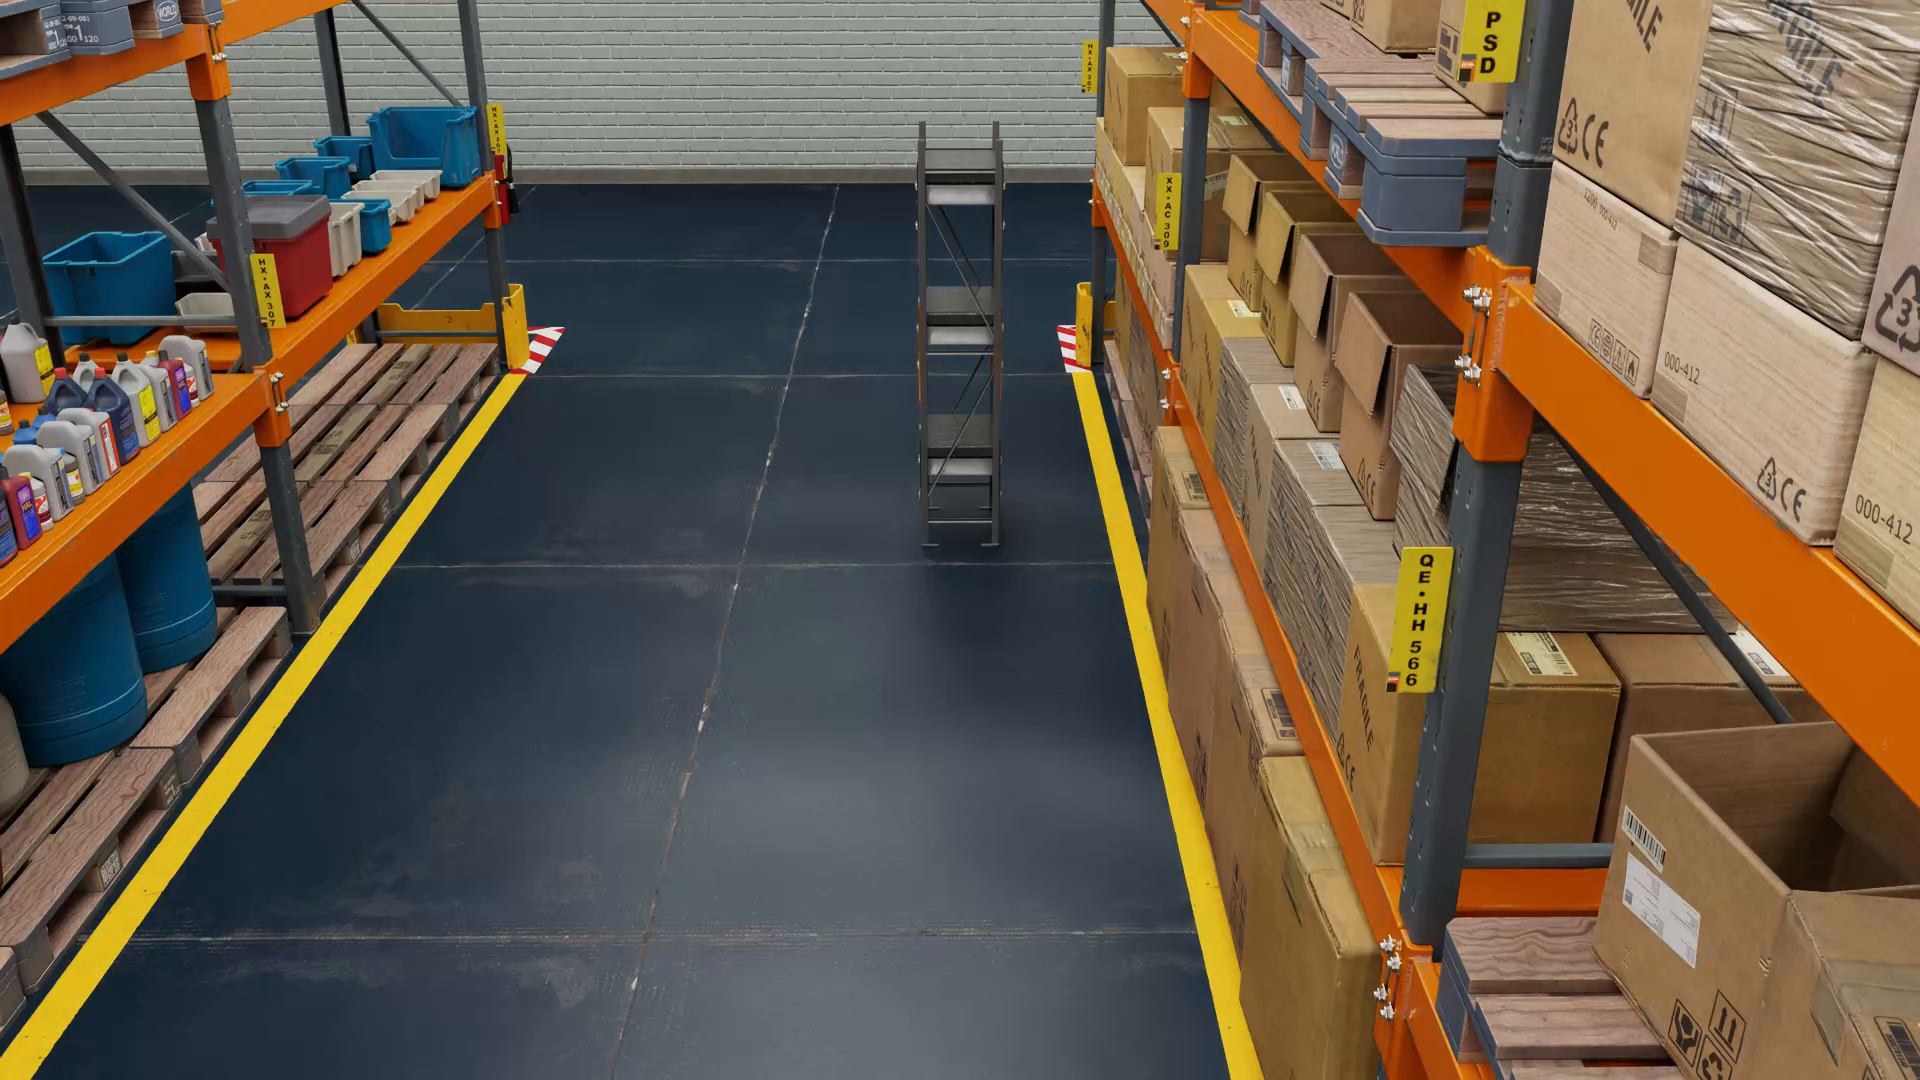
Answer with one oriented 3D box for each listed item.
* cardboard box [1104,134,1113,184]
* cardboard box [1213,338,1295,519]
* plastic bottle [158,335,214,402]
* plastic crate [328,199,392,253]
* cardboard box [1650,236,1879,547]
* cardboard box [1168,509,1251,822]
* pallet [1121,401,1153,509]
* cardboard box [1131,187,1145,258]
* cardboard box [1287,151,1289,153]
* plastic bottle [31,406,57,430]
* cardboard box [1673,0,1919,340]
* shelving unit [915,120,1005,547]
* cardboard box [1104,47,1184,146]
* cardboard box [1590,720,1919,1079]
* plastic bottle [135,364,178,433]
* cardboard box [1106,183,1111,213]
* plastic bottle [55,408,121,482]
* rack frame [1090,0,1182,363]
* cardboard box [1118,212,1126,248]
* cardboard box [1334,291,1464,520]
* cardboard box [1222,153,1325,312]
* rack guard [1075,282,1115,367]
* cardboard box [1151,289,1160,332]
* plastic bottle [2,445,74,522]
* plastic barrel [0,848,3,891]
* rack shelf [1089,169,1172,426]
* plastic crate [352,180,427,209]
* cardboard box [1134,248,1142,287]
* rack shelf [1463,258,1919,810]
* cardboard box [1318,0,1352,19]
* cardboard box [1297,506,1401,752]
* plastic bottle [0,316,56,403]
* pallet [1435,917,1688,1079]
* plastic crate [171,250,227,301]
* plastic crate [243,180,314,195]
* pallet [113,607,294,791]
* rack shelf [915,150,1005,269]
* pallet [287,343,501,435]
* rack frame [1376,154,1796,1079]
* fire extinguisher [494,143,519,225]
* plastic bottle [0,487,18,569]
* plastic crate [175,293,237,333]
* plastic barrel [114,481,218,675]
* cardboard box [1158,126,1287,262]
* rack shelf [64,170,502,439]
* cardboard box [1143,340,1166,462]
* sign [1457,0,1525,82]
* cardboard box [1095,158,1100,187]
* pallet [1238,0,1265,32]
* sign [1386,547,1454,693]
[{"bbox_3d":[1.138,-2.263,9.935,0.500,0.250,0.500,-1,24,-1],"label":"cardboard box"},{"bbox_3d":[1.200,-0.403,5.879,0.500,0.500,0.500,-1,24,-2],"label":"cardboard box"},{"bbox_3d":[-3.191,-0.721,6.855,0.152,0.276,0.135,0,24,-1],"label":"plastic bottle"},{"bbox_3d":[-3.284,-1.693,8.984,0.416,0.233,0.300,0,24,-1],"label":"plastic crate"},{"bbox_3d":[1.233,-0.205,2.105,0.500,0.250,0.500,0,24,1],"label":"cardboard box"},{"bbox_3d":[1.472,0.448,6.189,1.225,0.875,0.875,-1,24,-2],"label":"cardboard box"},{"bbox_3d":[1.488,-0.508,9.617,1.003,0.211,1.213,0,24,-1],"label":"pallet"},{"bbox_3d":[1.153,-1.633,8.541,0.500,0.250,0.500,0,24,1],"label":"cardboard box"},{"bbox_3d":[1.684,-1.568,7.489,0.500,0.500,0.500,0,24,-1],"label":"cardboard box"},{"bbox_3d":[-3.306,-0.353,6.046,0.097,0.271,0.097,0,24,0],"label":"plastic bottle"},{"bbox_3d":[1.227,-0.549,1.956,0.500,0.500,0.500,0,24,0],"label":"cardboard box"},{"bbox_3d":[-0.002,-1.025,8.468,0.431,2.100,0.503,0,24,-1],"label":"shelving unit"},{"bbox_3d":[1.131,-2.613,9.799,0.500,0.500,0.500,-1,24,-2],"label":"cardboard box"},{"bbox_3d":[1.524,0.673,2.992,0.500,0.500,0.500,-3,25,-7],"label":"cardboard box"},{"bbox_3d":[-3.187,-0.571,6.522,0.152,0.276,0.135,0,24,-1],"label":"plastic bottle"},{"bbox_3d":[1.076,-2.028,9.900,0.380,0.149,0.250,-1,24,-1],"label":"cardboard box"},{"bbox_3d":[-3.182,-0.363,6.063,0.152,0.276,0.135,0,24,-1],"label":"plastic bottle"},{"bbox_3d":[1.390,-2.609,10.879,1.000,3.000,0.127,0,24,-1],"label":"rack frame"},{"bbox_3d":[1.082,-1.713,9.203,0.380,0.149,0.250,-1,24,-2],"label":"cardboard box"},{"bbox_3d":[1.482,-0.385,4.623,0.797,0.503,0.637,0,24,1],"label":"cardboard box"},{"bbox_3d":[1.449,-1.200,6.426,0.797,0.503,0.637,-1,24,-2],"label":"cardboard box"},{"bbox_3d":[1.390,-1.480,11.416,1.175,0.500,0.348,0,24,-1],"label":"rack guard"},{"bbox_3d":[1.100,-1.077,7.796,0.380,0.149,0.250,0,24,0],"label":"cardboard box"},{"bbox_3d":[-3.178,-0.212,5.729,0.152,0.276,0.135,0,24,-1],"label":"plastic bottle"},{"bbox_3d":[-3.510,0.950,5.426,0.600,0.588,0.708,0,24,-1],"label":"plastic barrel"},{"bbox_3d":[1.412,-1.457,9.205,1.077,0.370,4.000,0,24,-1],"label":"rack shelf"},{"bbox_3d":[-3.384,-2.040,9.867,0.396,0.136,0.243,0,24,-1],"label":"plastic crate"},{"bbox_3d":[1.091,-1.395,8.499,0.380,0.149,0.250,0,24,0],"label":"cardboard box"},{"bbox_3d":[1.499,0.472,1.298,1.077,0.370,4.000,0,24,-1],"label":"rack shelf"},{"bbox_3d":[1.434,-1.760,4.726,0.797,0.503,0.637,-1,24,-1],"label":"cardboard box"},{"bbox_3d":[1.225,0.234,4.471,0.500,0.500,0.500,0,24,-1],"label":"cardboard box"},{"bbox_3d":[-3.838,-0.753,6.835,0.144,0.351,0.185,0,24,-1],"label":"plastic bottle"},{"bbox_3d":[1.592,1.068,2.982,1.213,0.211,1.003,0,24,-1],"label":"pallet"},{"bbox_3d":[-3.799,-1.301,8.247,0.437,0.125,0.590,0,24,-1],"label":"plastic crate"},{"bbox_3d":[-3.874,-1.892,9.424,0.416,0.233,0.300,0,24,-1],"label":"plastic crate"},{"bbox_3d":[-3.552,0.650,7.057,1.003,0.211,1.213,0,24,-1],"label":"pallet"},{"bbox_3d":[-0.002,-1.650,8.185,0.431,0.518,0.480,0,24,-1],"label":"rack shelf"},{"bbox_3d":[-3.592,-0.976,10.653,1.003,0.211,1.213,0,24,-1],"label":"pallet"},{"bbox_3d":[1.478,0.687,3.591,1.000,3.000,0.127,0,24,-1],"label":"rack frame"},{"bbox_3d":[-3.110,-2.446,11.065,0.296,0.674,0.183,0,24,-1],"label":"fire extinguisher"},{"bbox_3d":[-3.169,-0.085,5.358,0.144,0.351,0.185,0,24,-1],"label":"plastic bottle"},{"bbox_3d":[-3.381,-1.038,7.653,0.396,0.136,0.243,0,24,-1],"label":"plastic crate"},{"bbox_3d":[-3.530,0.050,7.036,0.600,0.901,0.708,0,24,-1],"label":"plastic barrel"},{"bbox_3d":[1.162,-1.558,7.466,0.500,0.500,0.500,0,24,1],"label":"cardboard box"},{"bbox_3d":[-3.540,-1.435,9.156,1.077,0.370,4.000,0,24,-1],"label":"rack shelf"},{"bbox_3d":[1.497,-0.827,9.008,0.875,0.875,0.875,0,24,-1],"label":"cardboard box"},{"bbox_3d":[0.923,-0.952,2.851,0.100,0.325,0.005,0,24,-1],"label":"sign"},{"bbox_3d":[1.064,-2.347,10.604,0.380,0.149,0.250,0,24,0],"label":"cardboard box"},{"bbox_3d":[1.493,-1.863,5.821,0.805,0.209,1.217,-1,24,-3],"label":"pallet"},{"bbox_3d":[0.923,0.164,3.343,0.100,0.325,0.005,0,24,-1],"label":"sign"}]
